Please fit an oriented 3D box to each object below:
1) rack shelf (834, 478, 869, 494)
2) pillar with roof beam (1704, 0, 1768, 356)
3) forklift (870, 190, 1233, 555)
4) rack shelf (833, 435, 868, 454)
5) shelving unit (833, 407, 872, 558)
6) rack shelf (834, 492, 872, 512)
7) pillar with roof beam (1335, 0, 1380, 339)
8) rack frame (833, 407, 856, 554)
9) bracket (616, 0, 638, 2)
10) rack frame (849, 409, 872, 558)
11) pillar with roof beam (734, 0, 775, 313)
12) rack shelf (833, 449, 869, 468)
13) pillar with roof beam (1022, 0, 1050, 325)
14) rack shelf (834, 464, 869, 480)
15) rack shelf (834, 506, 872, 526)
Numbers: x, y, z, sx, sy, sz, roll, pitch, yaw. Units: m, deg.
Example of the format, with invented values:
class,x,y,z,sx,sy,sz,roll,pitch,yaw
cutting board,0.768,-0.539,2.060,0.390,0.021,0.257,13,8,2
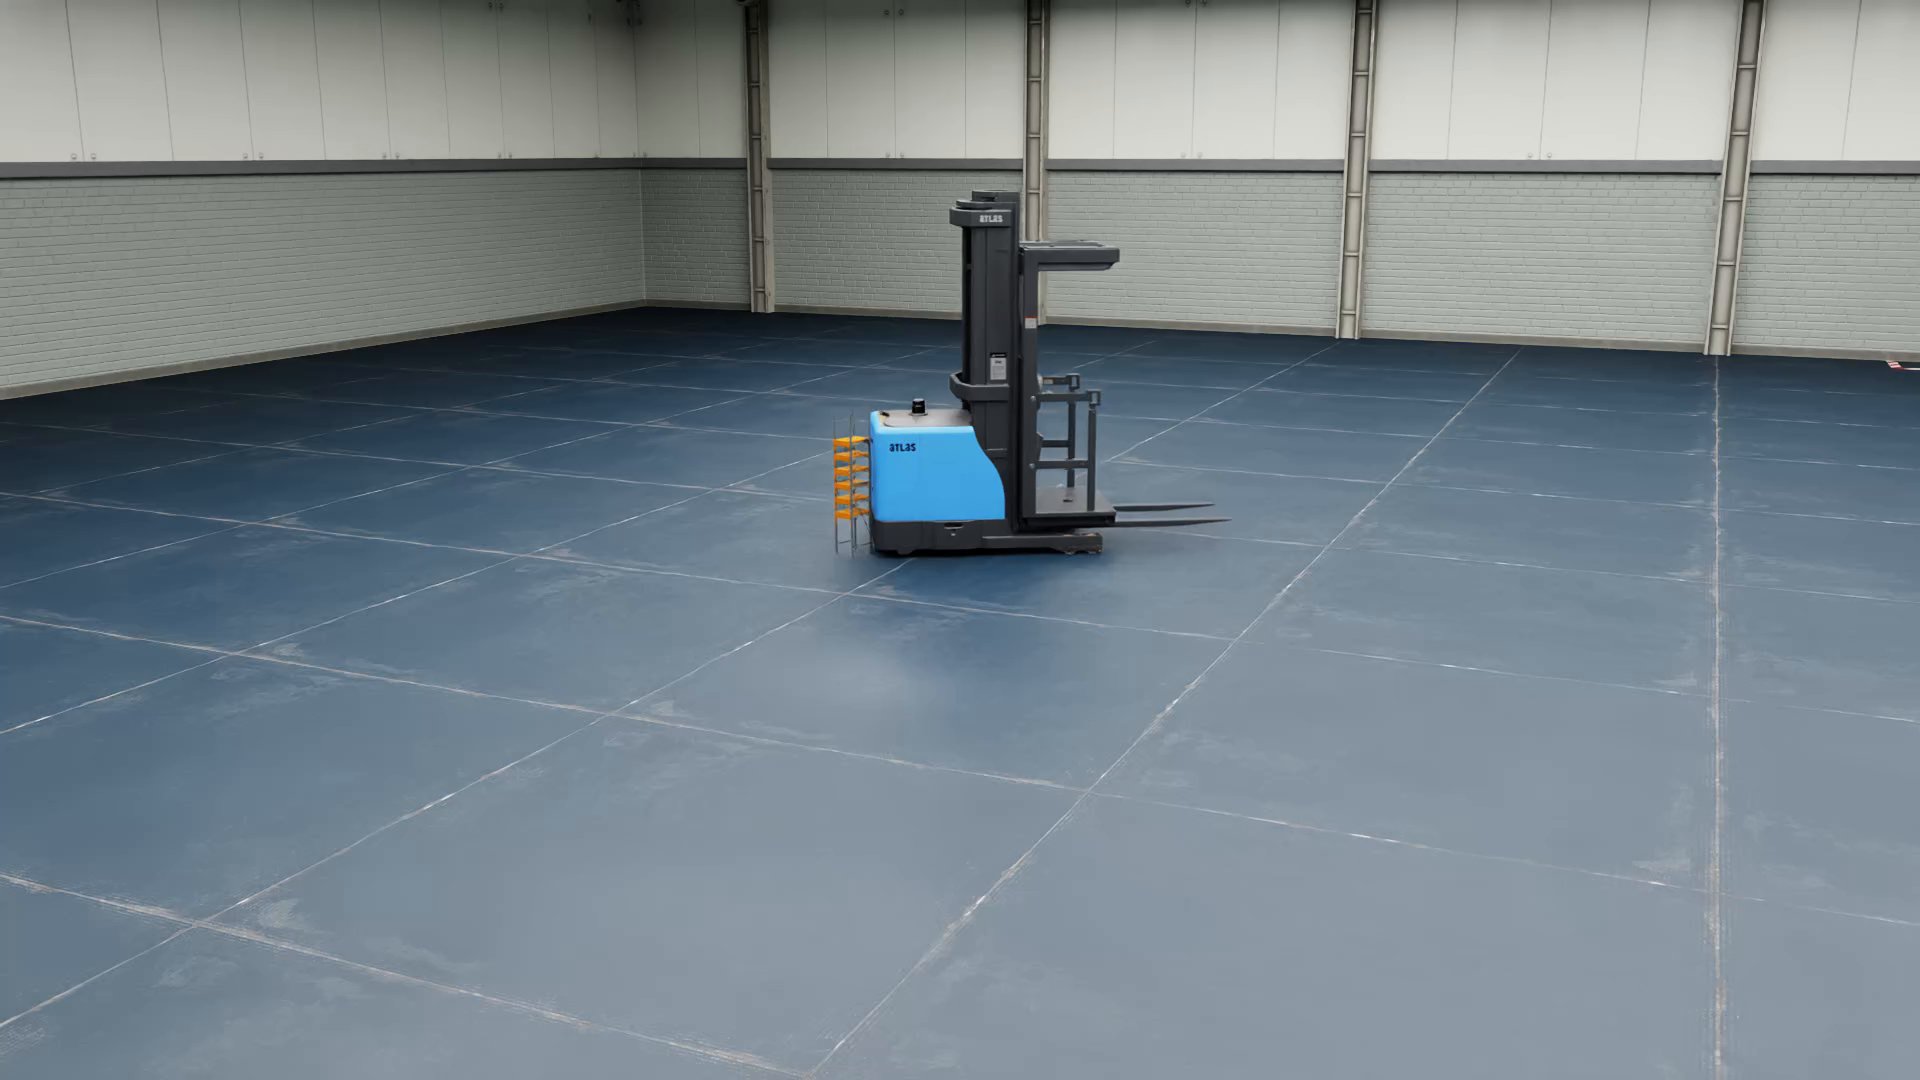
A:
class,x,y,z,sx,sy,sz,roll,pitch,yaw
rack shelf,-0.881,-0.431,13.660,0.180,0.103,0.258,11,17,39
pillar with roof beam,10.651,-6.526,22.370,0.400,9.000,9.100,6,14,23
forklift,0.765,-1.425,13.912,3.031,2.935,1.130,-1,13,-6
rack shelf,-0.881,-0.781,13.578,0.180,0.103,0.258,11,17,39
shelving unit,-0.881,-0.474,13.650,0.189,1.200,0.258,11,17,39
rack shelf,-0.881,-0.314,13.687,0.180,0.103,0.258,11,17,39
pillar with roof beam,5.165,-7.082,24.736,0.400,9.000,9.100,6,14,23
rack frame,-0.951,-0.488,13.708,0.006,1.200,0.240,11,17,39
bracket,-6.753,-11.027,33.671,0.430,0.232,0.235,6,14,23
rack frame,-0.812,-0.461,13.592,0.006,1.200,0.240,11,17,39
pillar with roof beam,-5.806,-8.192,29.468,0.548,9.000,9.100,6,14,23
rack shelf,-0.881,-0.665,13.605,0.180,0.103,0.258,11,17,39
pillar with roof beam,-0.321,-7.637,27.102,0.400,9.000,9.100,6,14,23
rack shelf,-0.881,-0.548,13.632,0.180,0.103,0.258,11,17,39
rack shelf,-0.881,-0.197,13.715,0.180,0.103,0.258,11,17,39
